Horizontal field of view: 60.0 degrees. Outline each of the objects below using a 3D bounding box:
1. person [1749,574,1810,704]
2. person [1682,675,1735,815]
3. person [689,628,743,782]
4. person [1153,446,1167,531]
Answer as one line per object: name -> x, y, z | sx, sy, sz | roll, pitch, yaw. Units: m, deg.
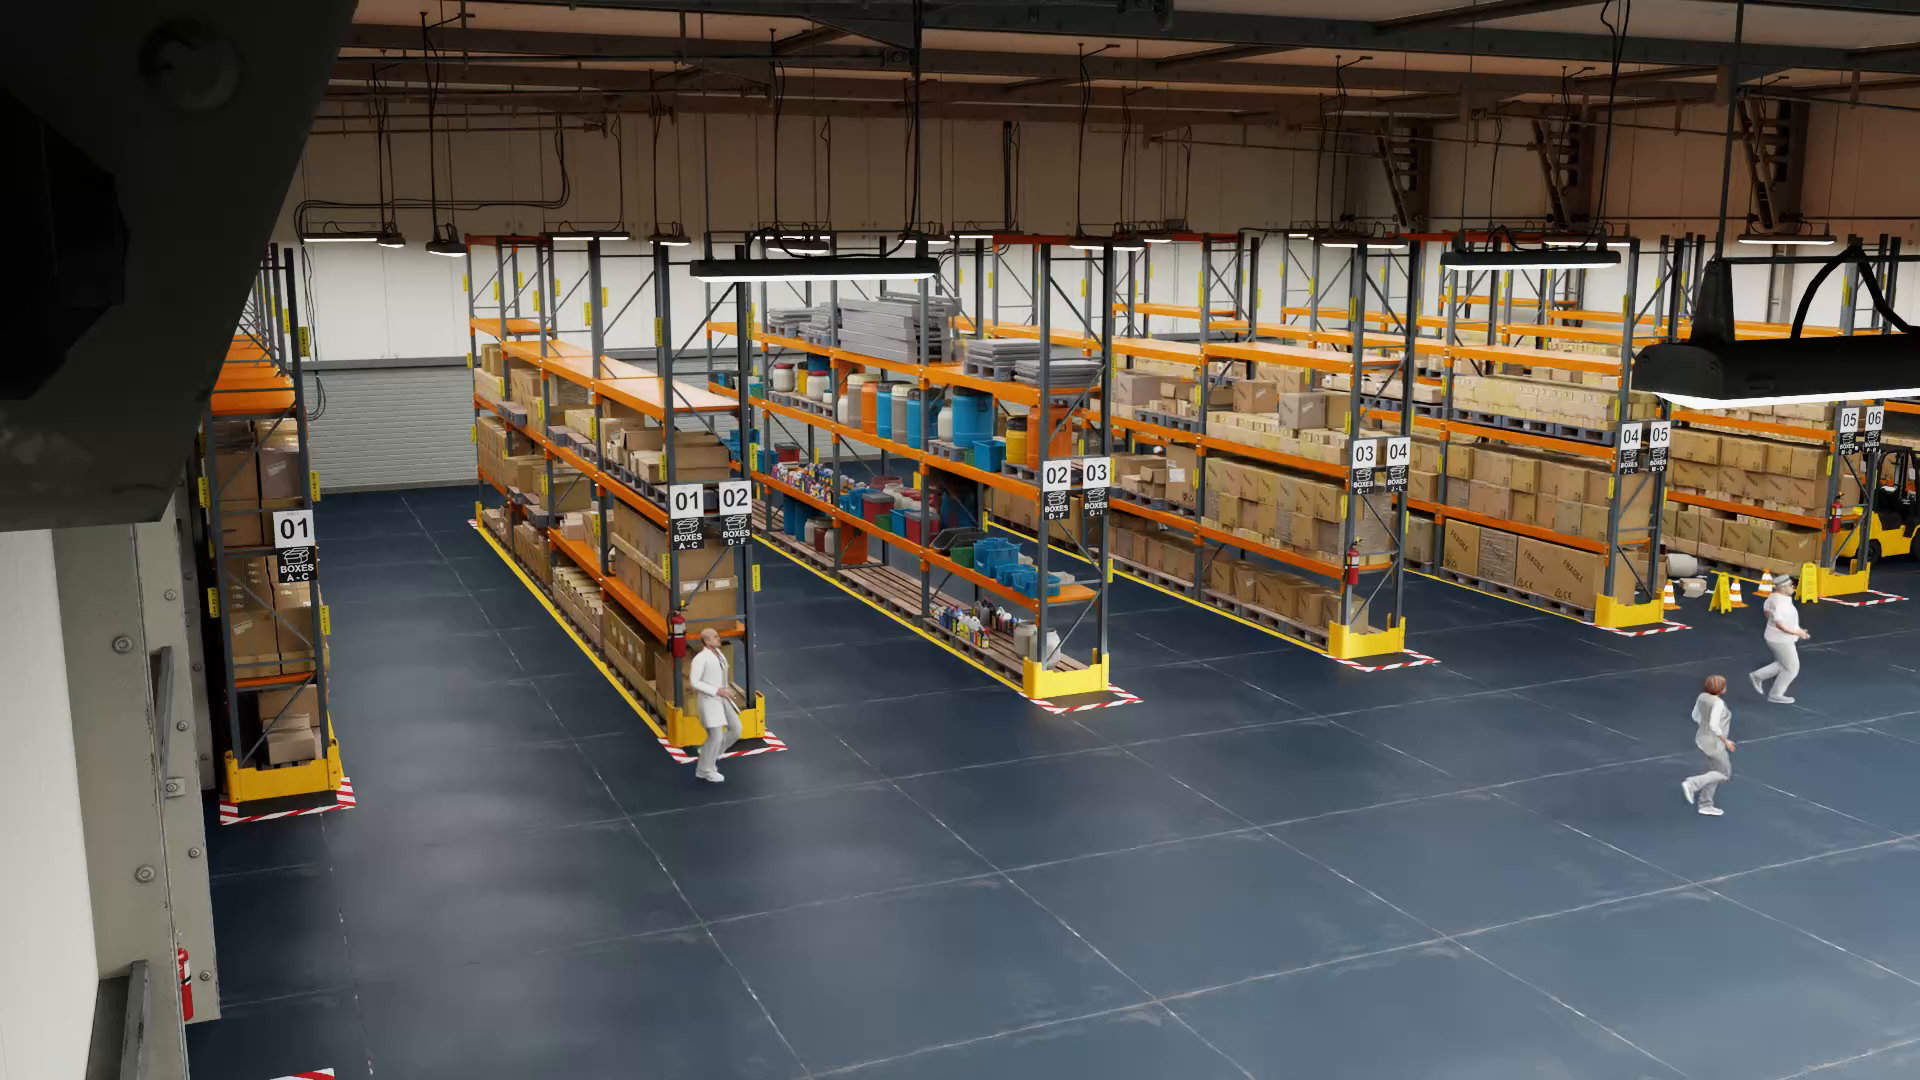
person -> 10.807, 1.293, 21.909 | 0.626, 1.727, 0.660 | 3, 11, 14
person -> 7.986, 2.195, 17.777 | 0.546, 1.558, 0.542 | -1, 11, -3
person -> -2.765, 1.869, 18.936 | 0.560, 1.755, 0.735 | 4, 12, 20
person -> 3.963, -0.980, 33.539 | 0.600, 1.846, 0.828 | -6, 12, -27
